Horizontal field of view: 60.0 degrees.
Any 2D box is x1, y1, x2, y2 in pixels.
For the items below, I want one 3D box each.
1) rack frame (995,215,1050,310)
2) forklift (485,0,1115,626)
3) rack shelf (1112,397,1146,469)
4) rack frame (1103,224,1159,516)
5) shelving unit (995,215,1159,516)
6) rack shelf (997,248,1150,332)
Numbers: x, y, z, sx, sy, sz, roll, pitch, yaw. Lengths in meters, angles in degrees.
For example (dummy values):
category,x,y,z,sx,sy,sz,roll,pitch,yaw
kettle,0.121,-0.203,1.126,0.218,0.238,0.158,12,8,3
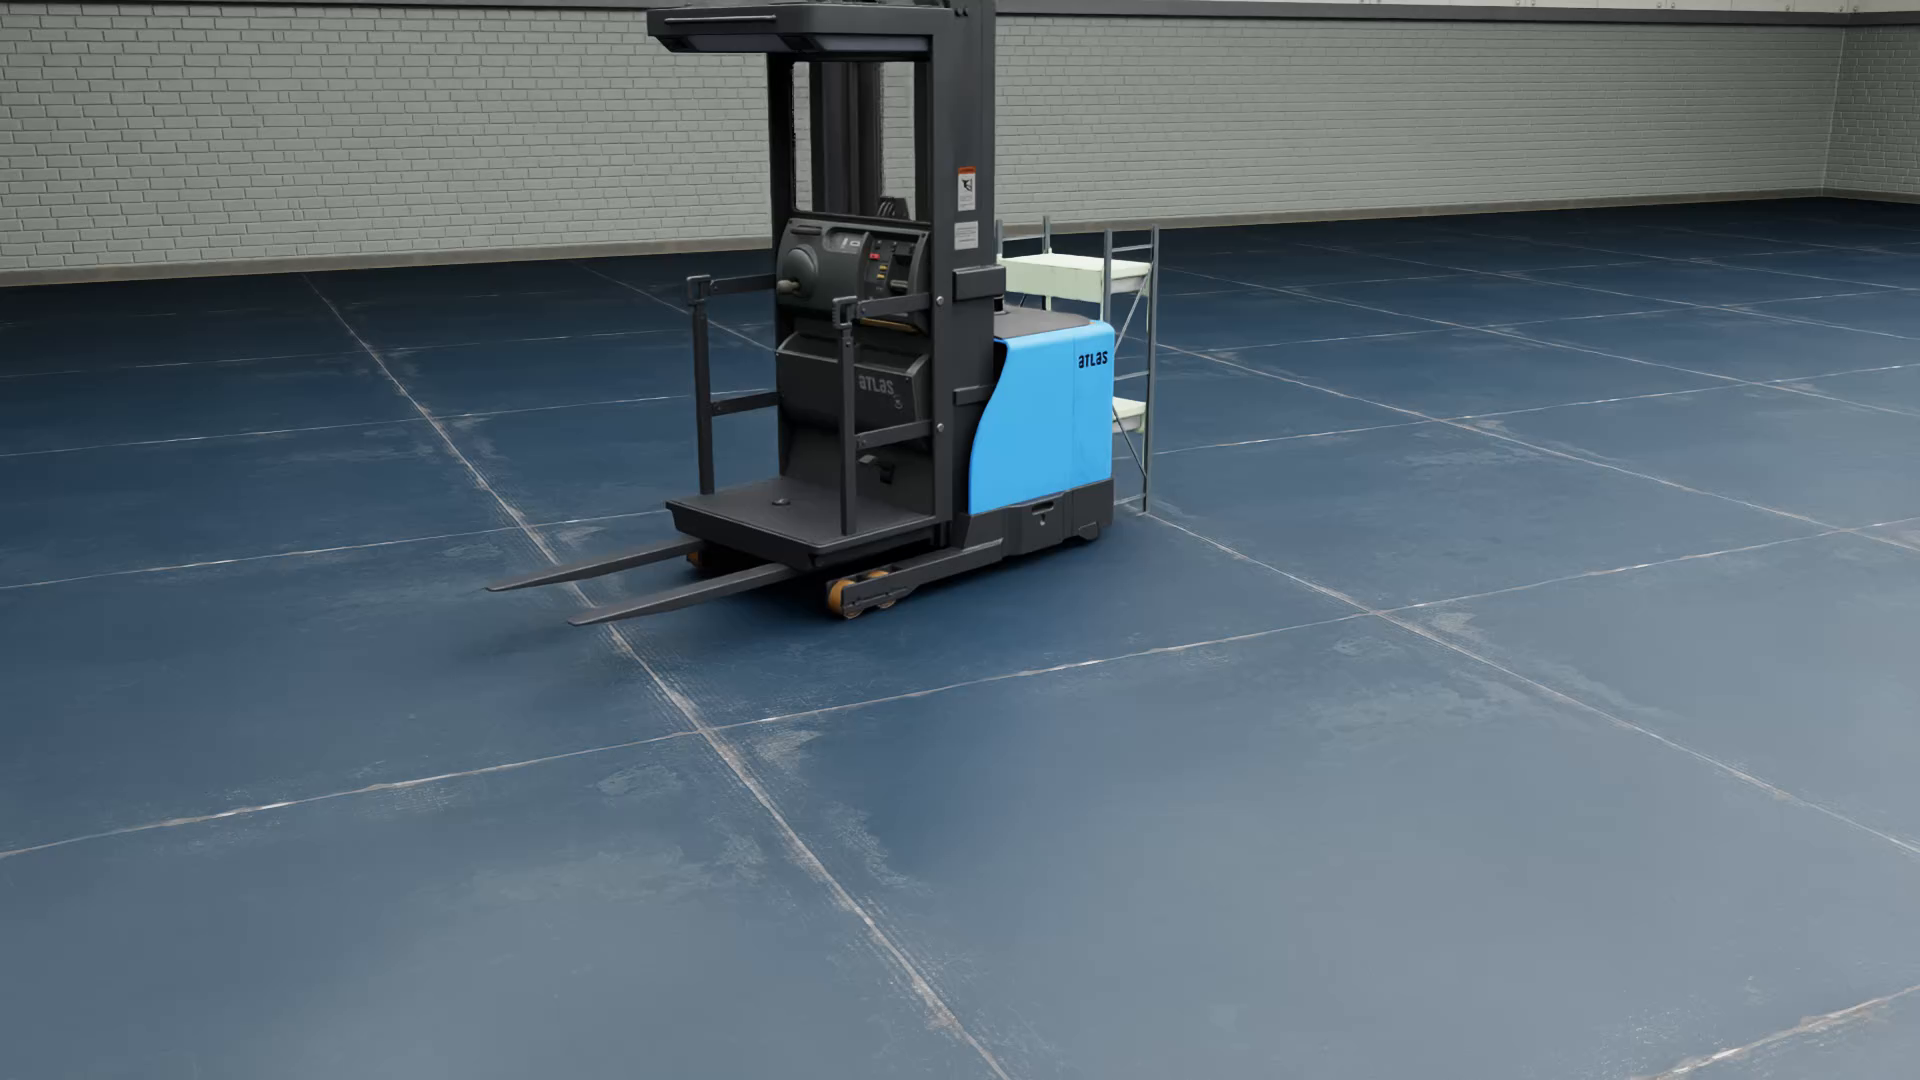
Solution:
category,x,y,z,sx,sy,sz,roll,pitch,yaw
rack frame,0.330,-0.967,8.900,0.023,1.500,0.400,15,22,43
forklift,-0.633,-1.233,7.235,1.130,2.935,3.031,15,22,43
rack shelf,0.589,-0.582,8.741,0.720,0.370,0.431,15,22,43
rack frame,0.849,-0.824,8.404,0.023,1.500,0.400,15,22,43
shelving unit,0.589,-0.895,8.652,0.755,1.500,0.431,15,22,43
rack shelf,0.589,-1.271,8.544,0.720,0.370,0.431,15,22,43
